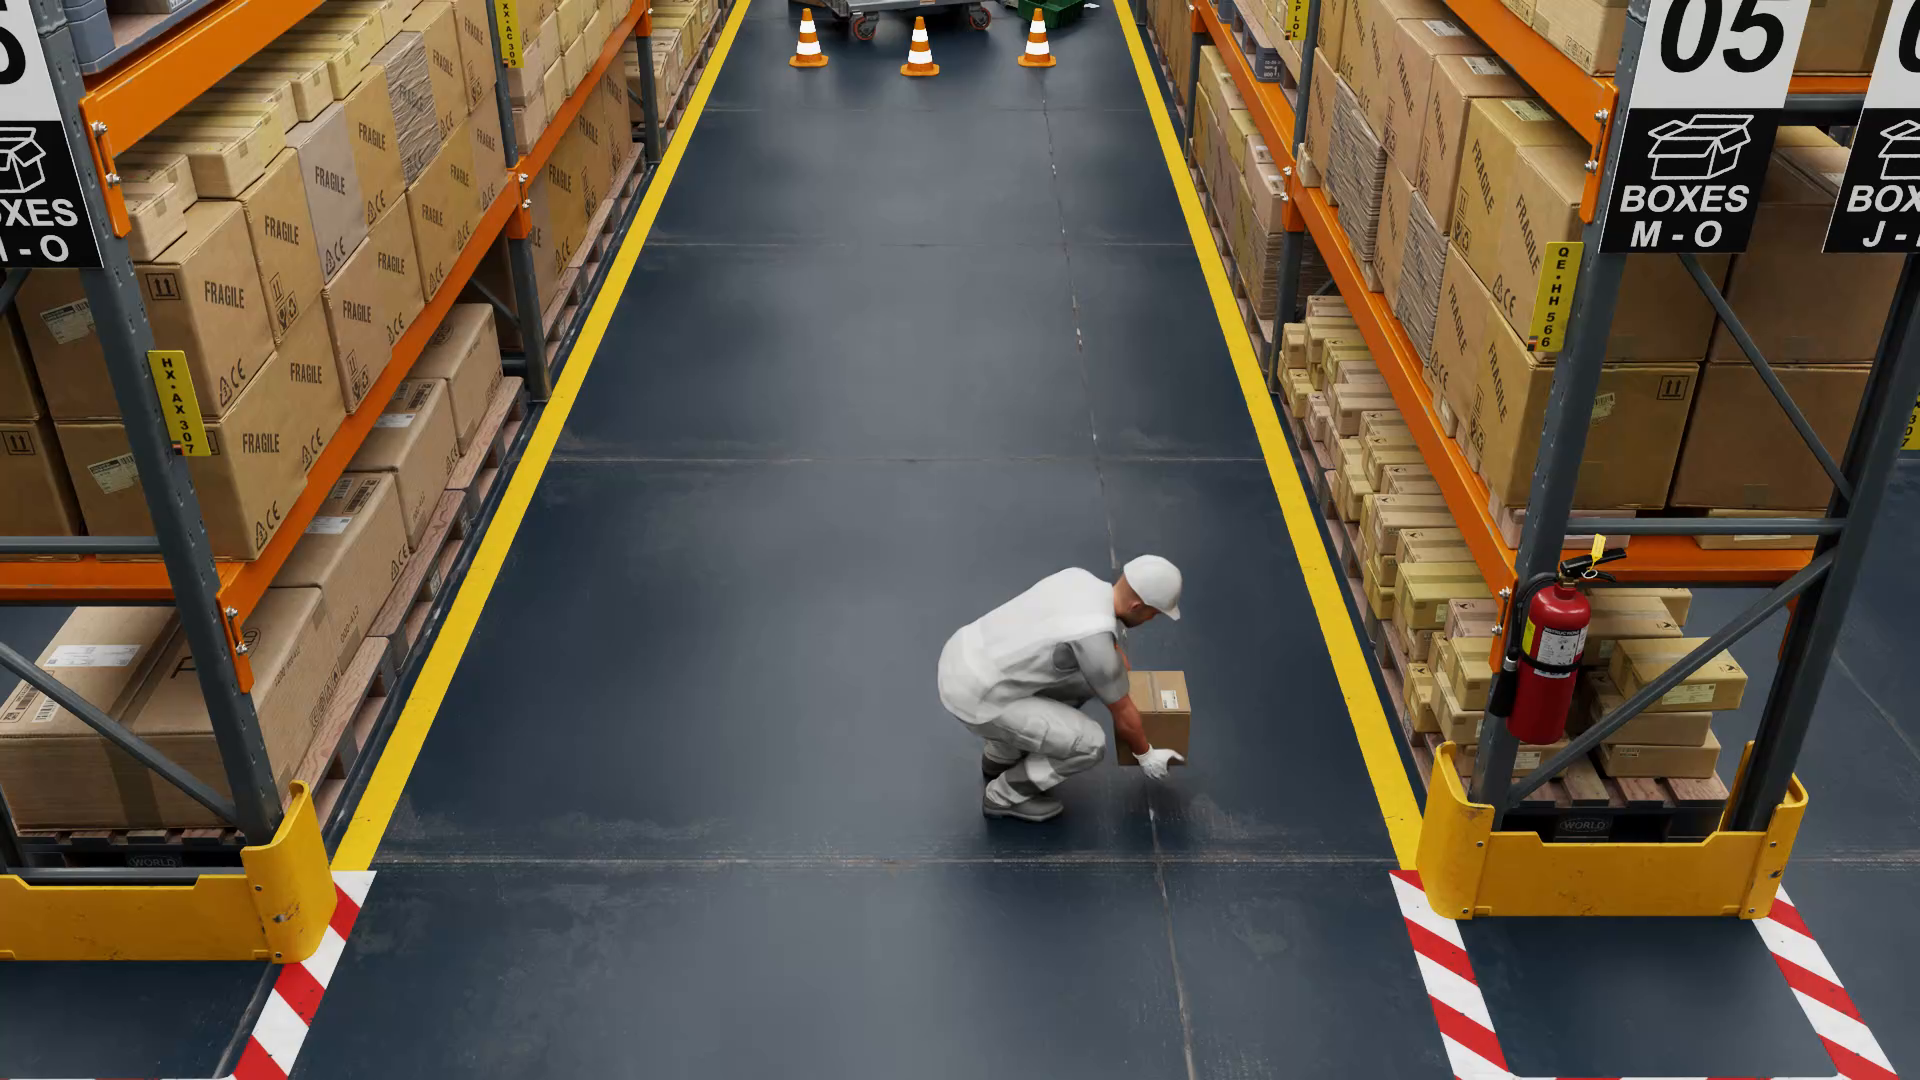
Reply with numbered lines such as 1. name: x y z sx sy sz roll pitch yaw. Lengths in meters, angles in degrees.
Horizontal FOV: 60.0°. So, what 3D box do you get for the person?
1. person: 0.369 0.512 6.041 0.903 0.994 0.541 -1 31 -1
